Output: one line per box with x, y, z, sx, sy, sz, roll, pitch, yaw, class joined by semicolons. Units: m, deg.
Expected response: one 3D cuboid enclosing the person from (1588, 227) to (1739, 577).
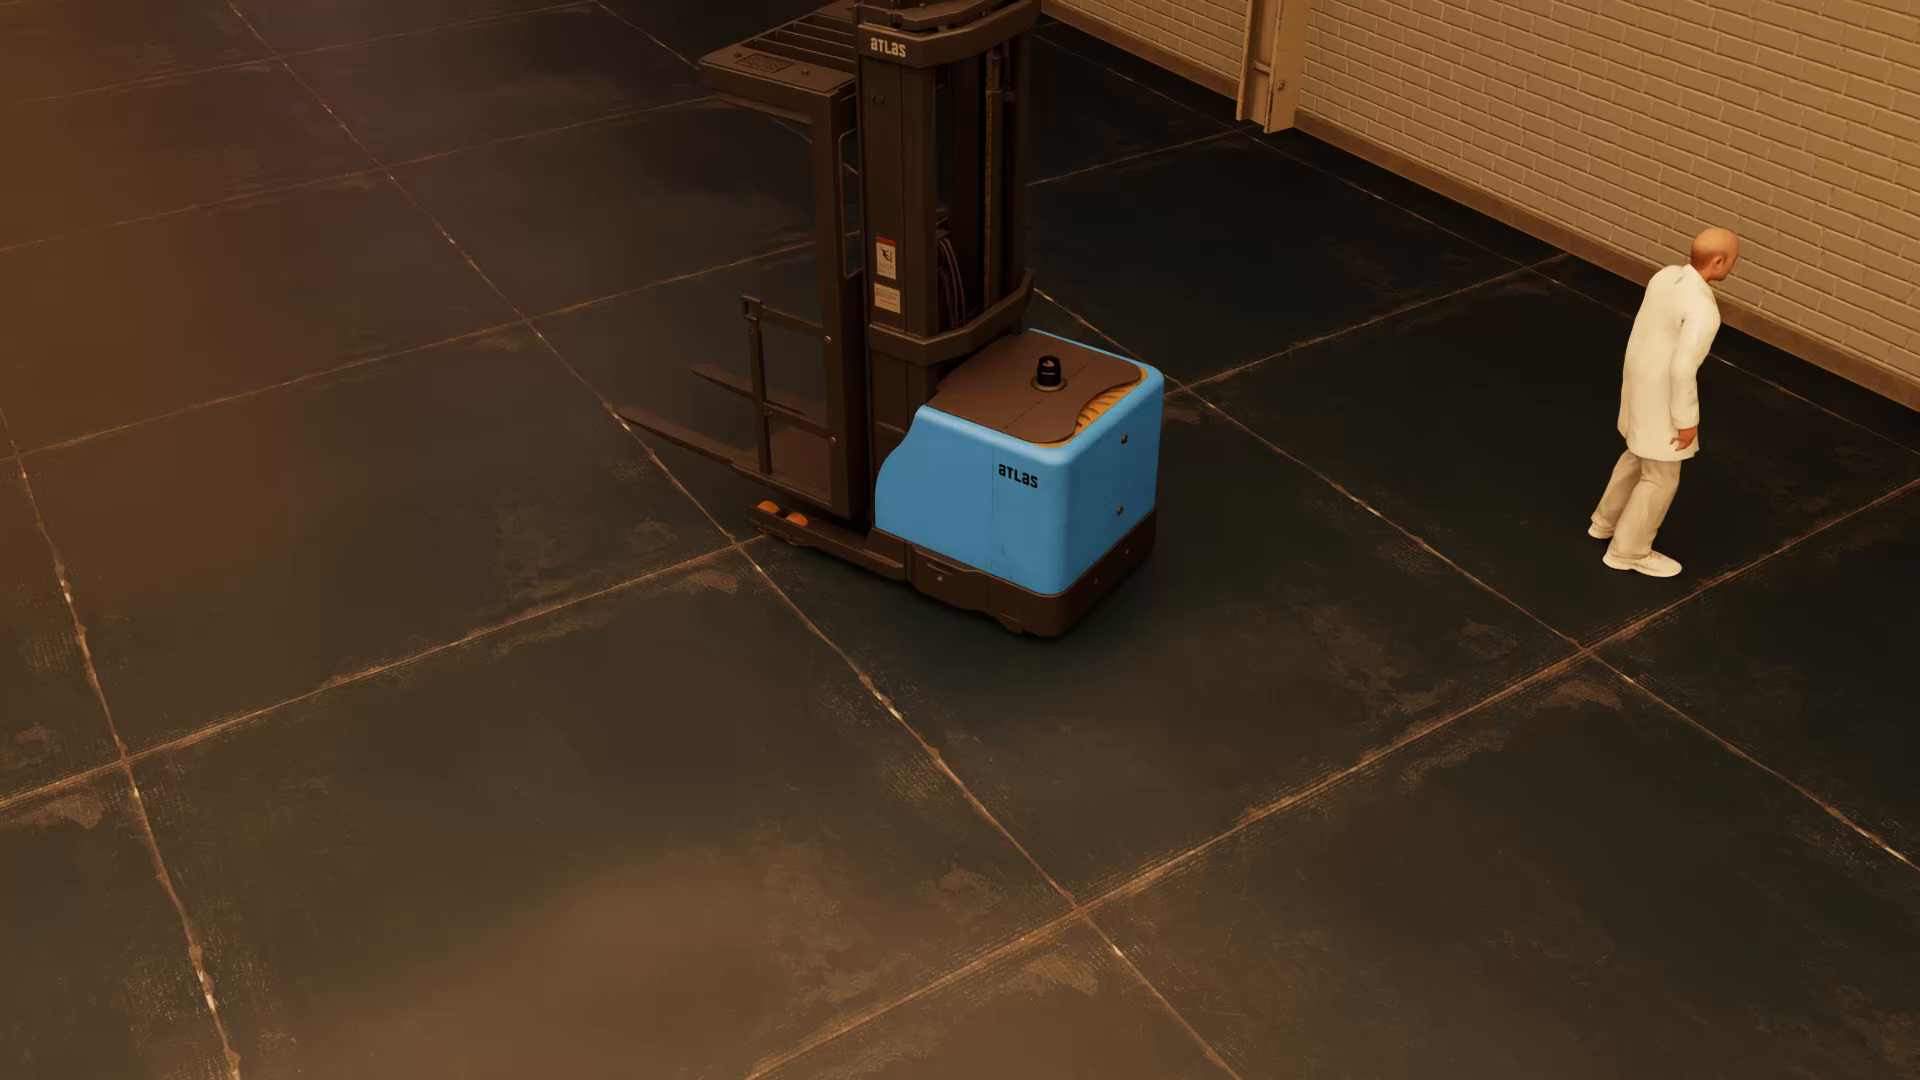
3.452;-0.694;8.143;0.434;1.772;0.642;0;35;0;person

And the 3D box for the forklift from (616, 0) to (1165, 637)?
-0.500;-1.399;8.138;3.031;2.935;1.130;22;41;28;forklift
